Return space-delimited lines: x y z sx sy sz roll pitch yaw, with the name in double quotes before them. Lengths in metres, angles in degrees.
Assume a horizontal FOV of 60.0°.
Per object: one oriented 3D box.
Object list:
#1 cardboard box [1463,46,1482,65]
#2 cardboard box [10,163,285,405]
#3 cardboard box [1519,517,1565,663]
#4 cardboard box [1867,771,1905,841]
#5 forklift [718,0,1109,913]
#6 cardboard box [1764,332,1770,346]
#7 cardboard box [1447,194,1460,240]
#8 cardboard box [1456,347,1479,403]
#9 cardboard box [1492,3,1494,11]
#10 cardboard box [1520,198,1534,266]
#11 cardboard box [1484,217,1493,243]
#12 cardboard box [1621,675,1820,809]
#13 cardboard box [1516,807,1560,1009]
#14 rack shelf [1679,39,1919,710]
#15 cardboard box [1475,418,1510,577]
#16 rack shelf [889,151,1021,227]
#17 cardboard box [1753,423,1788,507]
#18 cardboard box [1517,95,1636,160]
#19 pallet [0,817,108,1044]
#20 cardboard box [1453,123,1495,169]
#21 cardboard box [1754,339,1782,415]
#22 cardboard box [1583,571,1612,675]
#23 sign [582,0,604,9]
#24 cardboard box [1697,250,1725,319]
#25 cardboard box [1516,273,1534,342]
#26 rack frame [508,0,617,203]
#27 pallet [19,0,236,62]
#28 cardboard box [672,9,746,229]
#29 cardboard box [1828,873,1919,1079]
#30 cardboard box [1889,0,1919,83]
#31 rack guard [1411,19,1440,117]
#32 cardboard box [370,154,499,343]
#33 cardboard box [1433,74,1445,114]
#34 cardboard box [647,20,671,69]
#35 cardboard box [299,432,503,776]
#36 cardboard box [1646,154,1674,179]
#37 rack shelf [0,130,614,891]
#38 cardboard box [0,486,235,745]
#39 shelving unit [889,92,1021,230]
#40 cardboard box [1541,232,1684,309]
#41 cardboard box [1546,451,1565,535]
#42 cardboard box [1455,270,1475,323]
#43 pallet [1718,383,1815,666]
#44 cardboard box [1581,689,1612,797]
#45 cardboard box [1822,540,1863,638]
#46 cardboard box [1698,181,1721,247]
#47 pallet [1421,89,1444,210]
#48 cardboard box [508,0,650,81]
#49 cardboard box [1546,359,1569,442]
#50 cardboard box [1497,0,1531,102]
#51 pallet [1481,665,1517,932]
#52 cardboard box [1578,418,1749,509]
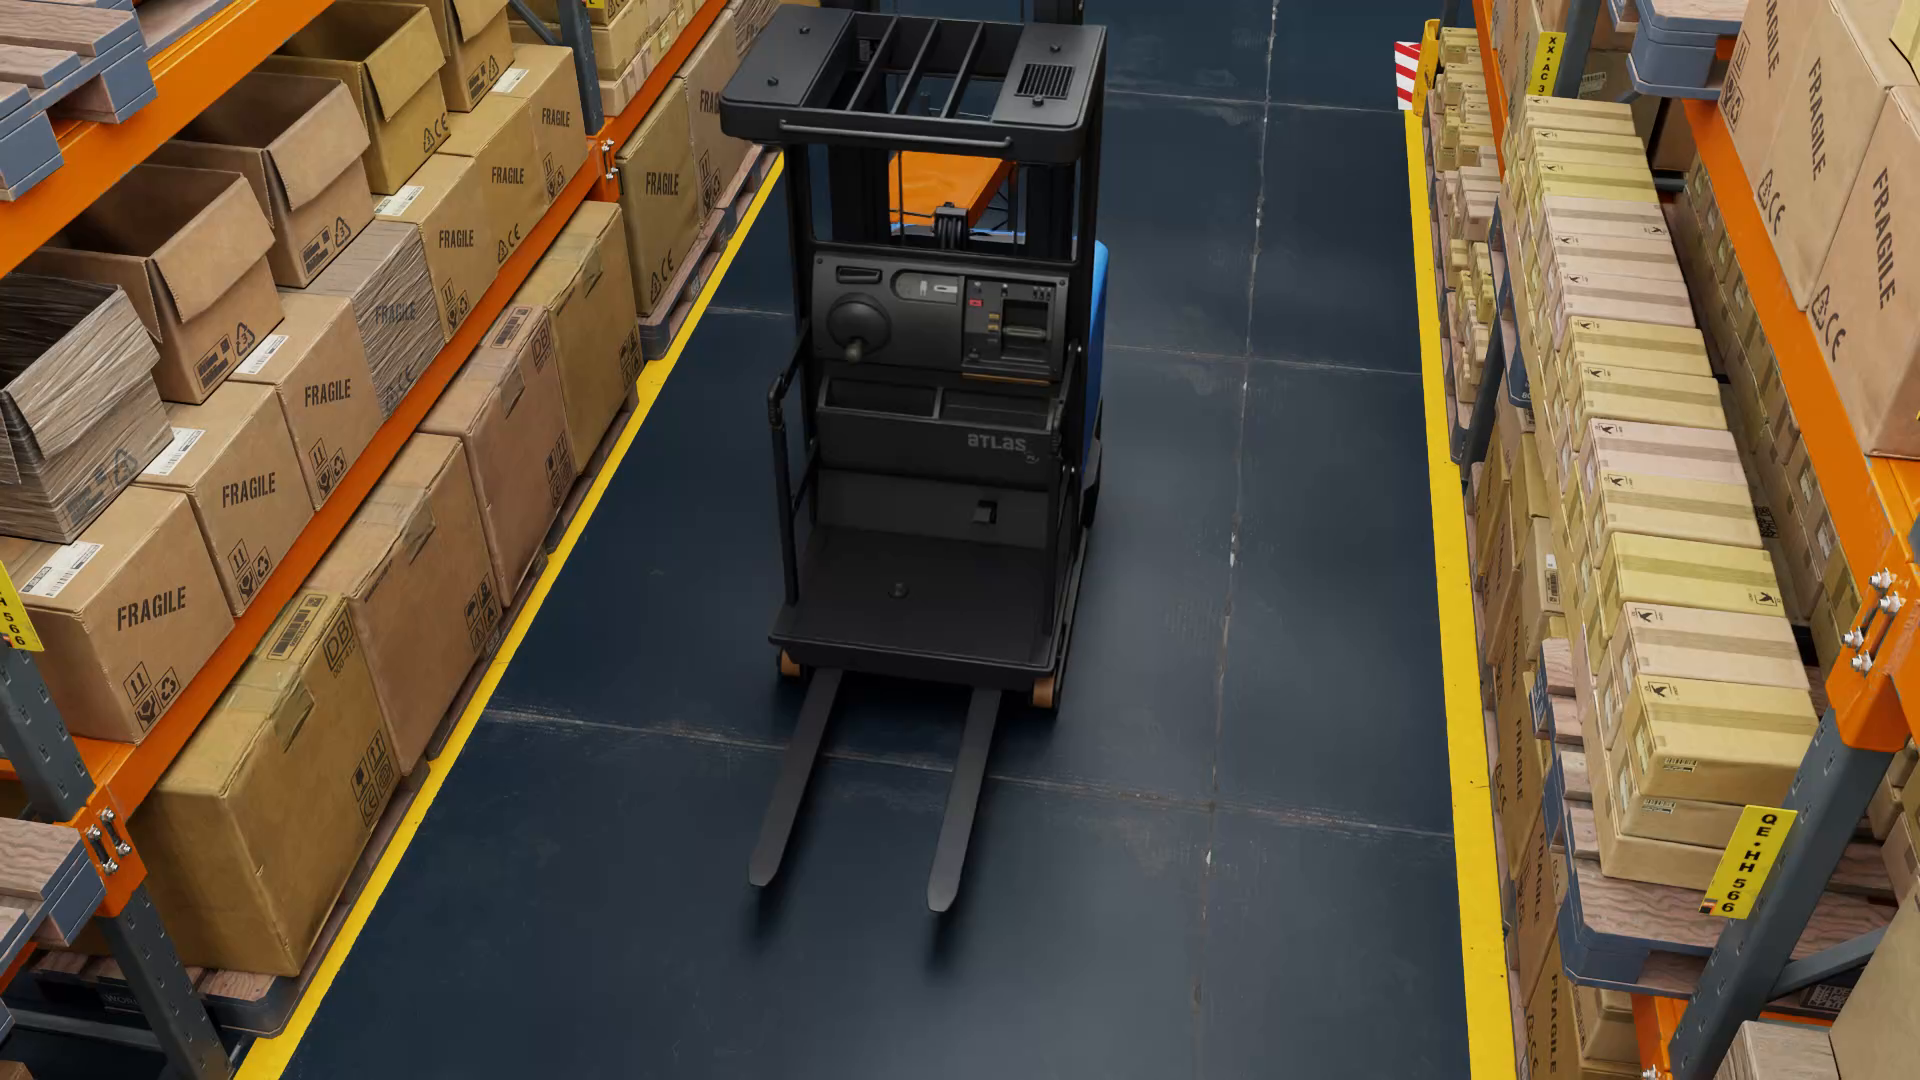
"cardboard box" 3.119 -2.727 9.635 0.380 0.149 0.250 7 40 8
"cardboard box" -2.520 -0.793 4.989 0.797 0.503 0.637 7 40 9
"cardboard box" 2.211 0.199 5.699 0.500 0.250 0.500 8 40 9
"cardboard box" 2.412 0.616 4.018 0.380 0.149 0.250 8 40 10
"forklift" -0.111 -0.729 5.832 1.130 2.935 3.031 6 40 8
"cardboard box" 2.678 -0.605 5.029 0.380 0.149 0.250 5 40 6
"cardboard box" 2.813 -1.710 8.872 0.380 0.149 0.250 6 40 8
"cardboard box" 2.514 -0.749 7.710 0.380 0.149 0.250 7 40 8
"cardboard box" 2.875 -2.664 8.315 0.380 0.149 0.250 8 40 9
"cardboard box" 2.173 -1.060 5.813 0.380 0.149 0.250 7 40 9
"cardboard box" 2.750 -1.423 8.057 0.380 0.149 0.250 8 40 9
"cardboard box" 1.723 0.456 3.745 0.380 0.149 0.250 5 40 6
"cardboard box" 2.039 1.142 5.146 0.500 0.500 0.500 8 40 9
"rack shelf" 2.435 -1.026 4.347 1.077 0.370 4.000 6 40 8
"cardboard box" 2.392 -0.166 6.729 0.500 0.500 0.500 8 40 9
"rack shelf" -0.109 -1.619 7.866 0.538 0.278 1.000 12 41 14
"cardboard box" 2.639 -0.211 5.019 0.380 0.149 0.250 5 40 6
"cardboard box" 2.260 -1.500 6.111 0.380 0.149 0.250 8 40 10
"pallet" -2.797 1.031 3.800 1.213 0.211 1.003 6 40 8
"cardboard box" 2.840 -2.085 8.859 0.380 0.149 0.250 7 40 8
"cardboard box" 2.683 -0.483 5.114 0.380 0.149 0.250 7 40 8
"cardboard box" 1.814 0.235 4.246 0.380 0.149 0.250 7 40 9
"sign" -1.550 -2.374 6.921 0.100 0.325 0.005 6 40 8
"cardboard box" 2.818 -0.877 5.824 0.380 0.149 0.250 6 40 8
"cardboard box" 2.126 -0.782 5.710 0.380 0.149 0.250 7 40 8
"rack frame" -2.086 -2.012 7.330 1.000 3.000 0.127 6 40 8
"pallet" -2.529 -1.697 4.743 1.003 0.211 1.213 8 40 10
"cardboard box" -1.737 -2.326 9.047 0.875 0.875 0.875 6 40 8
"cardboard box" 2.002 0.965 2.866 0.700 0.500 0.500 6 40 7
"cardboard box" 1.977 -0.987 3.057 0.396 0.266 0.258 6 40 8
"rack guard" 3.460 -2.901 10.367 1.175 0.500 0.348 6 40 8
"cardboard box" -2.074 -1.089 6.135 0.500 0.500 0.500 6 40 7
"cardboard box" 3.068 -2.682 10.048 0.380 0.149 0.250 7 40 9
"cardboard box" -1.617 -2.395 7.990 0.380 0.149 0.250 8 40 9
"cardboard box" -2.477 0.166 6.034 1.225 0.875 0.875 7 40 8
"cardboard box" 3.124 -1.617 7.049 0.380 0.149 0.250 7 40 9
"rack shelf" -2.432 -0.480 6.041 1.077 0.370 4.000 6 40 8
"cardboard box" -2.426 0.184 4.595 0.500 0.500 0.500 8 40 9
"shelving unit" -0.109 -1.393 8.052 0.538 1.125 1.048 12 41 14
"cardboard box" 2.082 -0.847 5.321 0.380 0.149 0.250 6 40 7
"cardboard box" 1.949 -0.121 4.910 0.380 0.149 0.250 8 40 9
"cardboard box" 2.587 -1.154 7.966 0.380 0.149 0.250 5 40 6
"pallet" 2.392 -0.065 5.125 1.003 0.211 1.213 6 40 8
"cardboard box" 1.767 0.527 4.126 0.380 0.149 0.250 6 40 8
"cardboard box" 2.502 0.151 4.348 0.380 0.149 0.250 7 40 8
"cardboard box" 2.863 -1.145 5.915 0.380 0.149 0.250 7 40 8
"pallet" 3.285 -2.284 9.847 1.003 0.211 1.213 6 40 8
"cardboard box" -1.747 -2.335 7.605 0.500 0.250 0.500 6 40 7
"cardboard box" 1.992 -0.404 5.018 0.380 0.149 0.250 6 40 7
"cardboard box" 2.678 -2.216 7.264 0.500 0.500 0.500 5 40 6
"pallet" 2.439 0.929 5.960 1.003 0.211 1.213 6 40 8
"cardboard box" 1.904 -0.185 4.520 0.380 0.149 0.250 6 40 8
